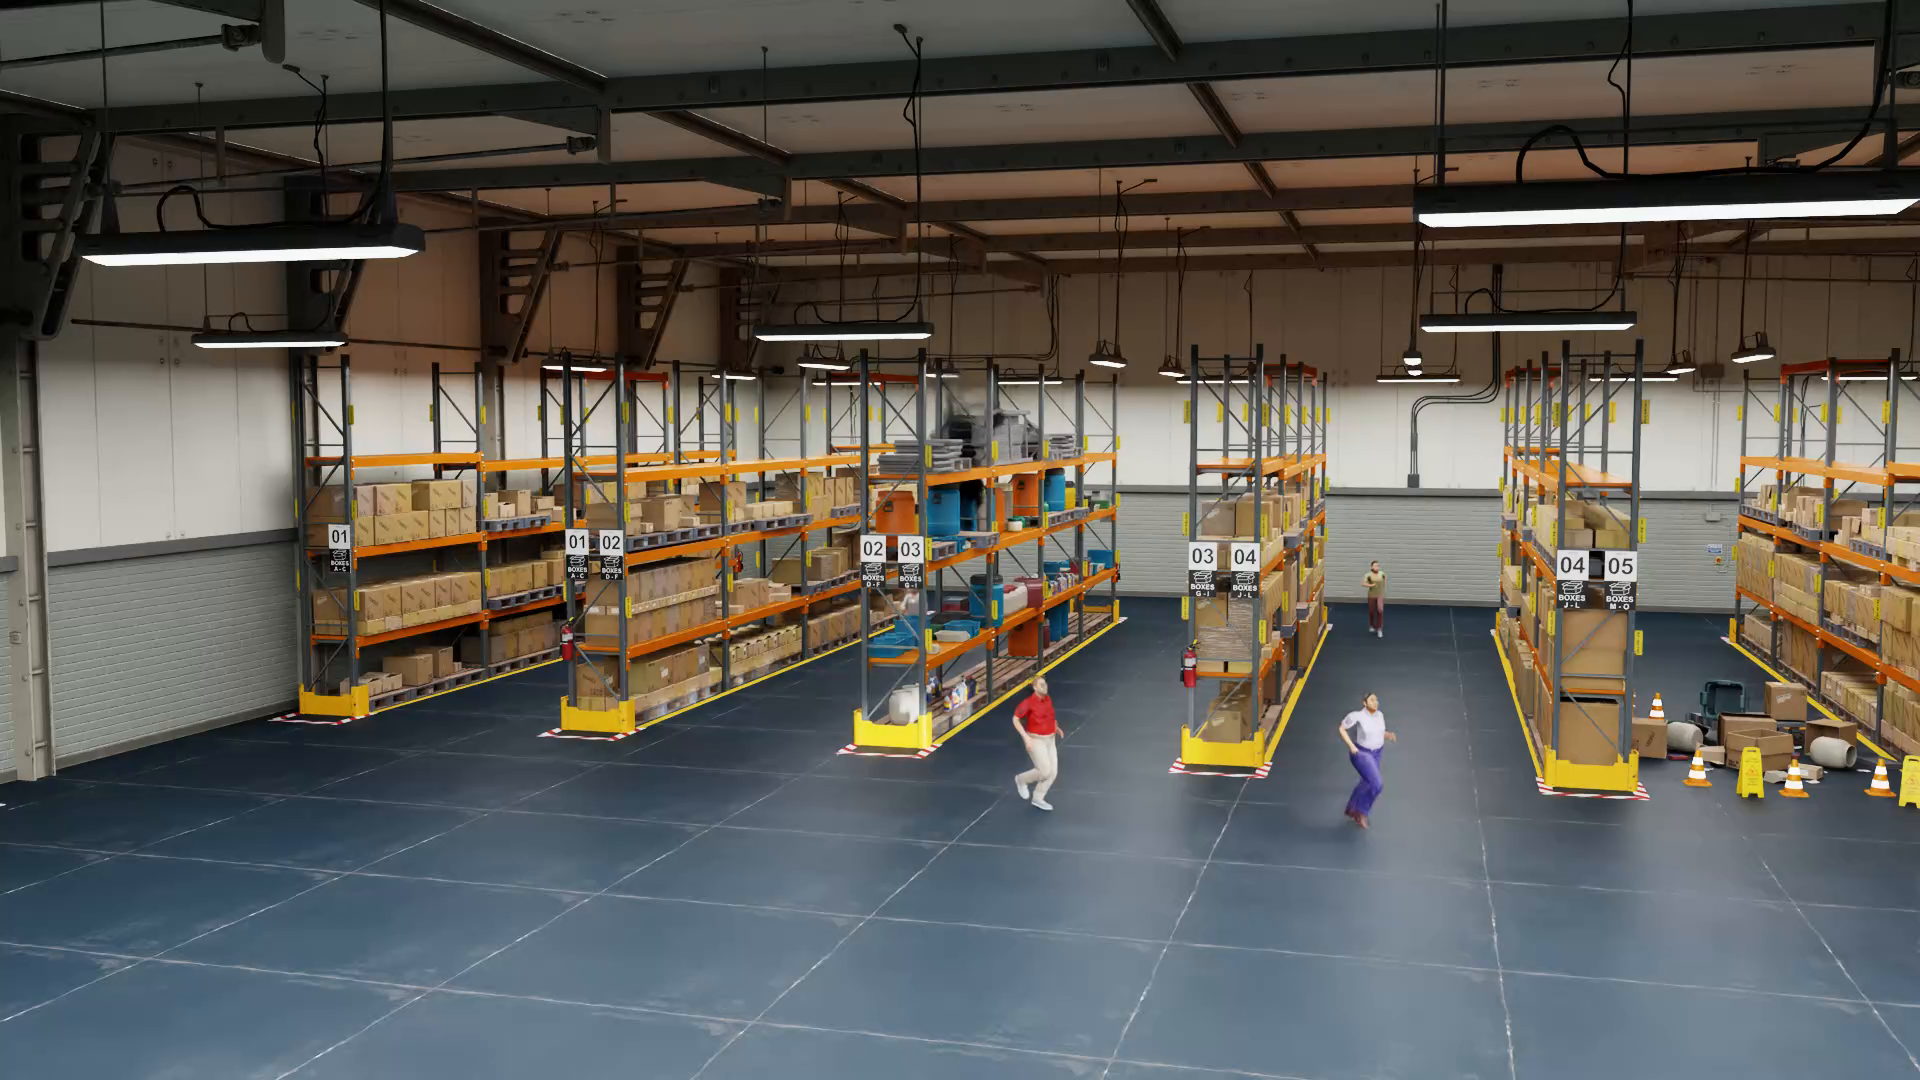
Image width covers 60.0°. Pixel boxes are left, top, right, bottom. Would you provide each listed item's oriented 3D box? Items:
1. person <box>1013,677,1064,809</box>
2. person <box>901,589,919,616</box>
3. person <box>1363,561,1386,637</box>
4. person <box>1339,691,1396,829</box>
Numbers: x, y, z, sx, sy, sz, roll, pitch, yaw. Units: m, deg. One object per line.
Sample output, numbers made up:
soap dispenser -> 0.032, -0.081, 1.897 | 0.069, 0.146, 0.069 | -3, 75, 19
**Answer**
person -> 1.025, 2.588, 21.195 | 0.671, 1.677, 0.595 | -4, 6, -45
person -> -0.958, 1.650, 34.437 | 0.549, 1.545, 0.556 | 0, 4, 2
person -> 9.432, 1.315, 37.840 | 0.557, 1.710, 0.835 | 1, 4, 7
person -> 4.994, 2.683, 20.304 | 0.574, 1.685, 0.697 | -3, 5, -37
